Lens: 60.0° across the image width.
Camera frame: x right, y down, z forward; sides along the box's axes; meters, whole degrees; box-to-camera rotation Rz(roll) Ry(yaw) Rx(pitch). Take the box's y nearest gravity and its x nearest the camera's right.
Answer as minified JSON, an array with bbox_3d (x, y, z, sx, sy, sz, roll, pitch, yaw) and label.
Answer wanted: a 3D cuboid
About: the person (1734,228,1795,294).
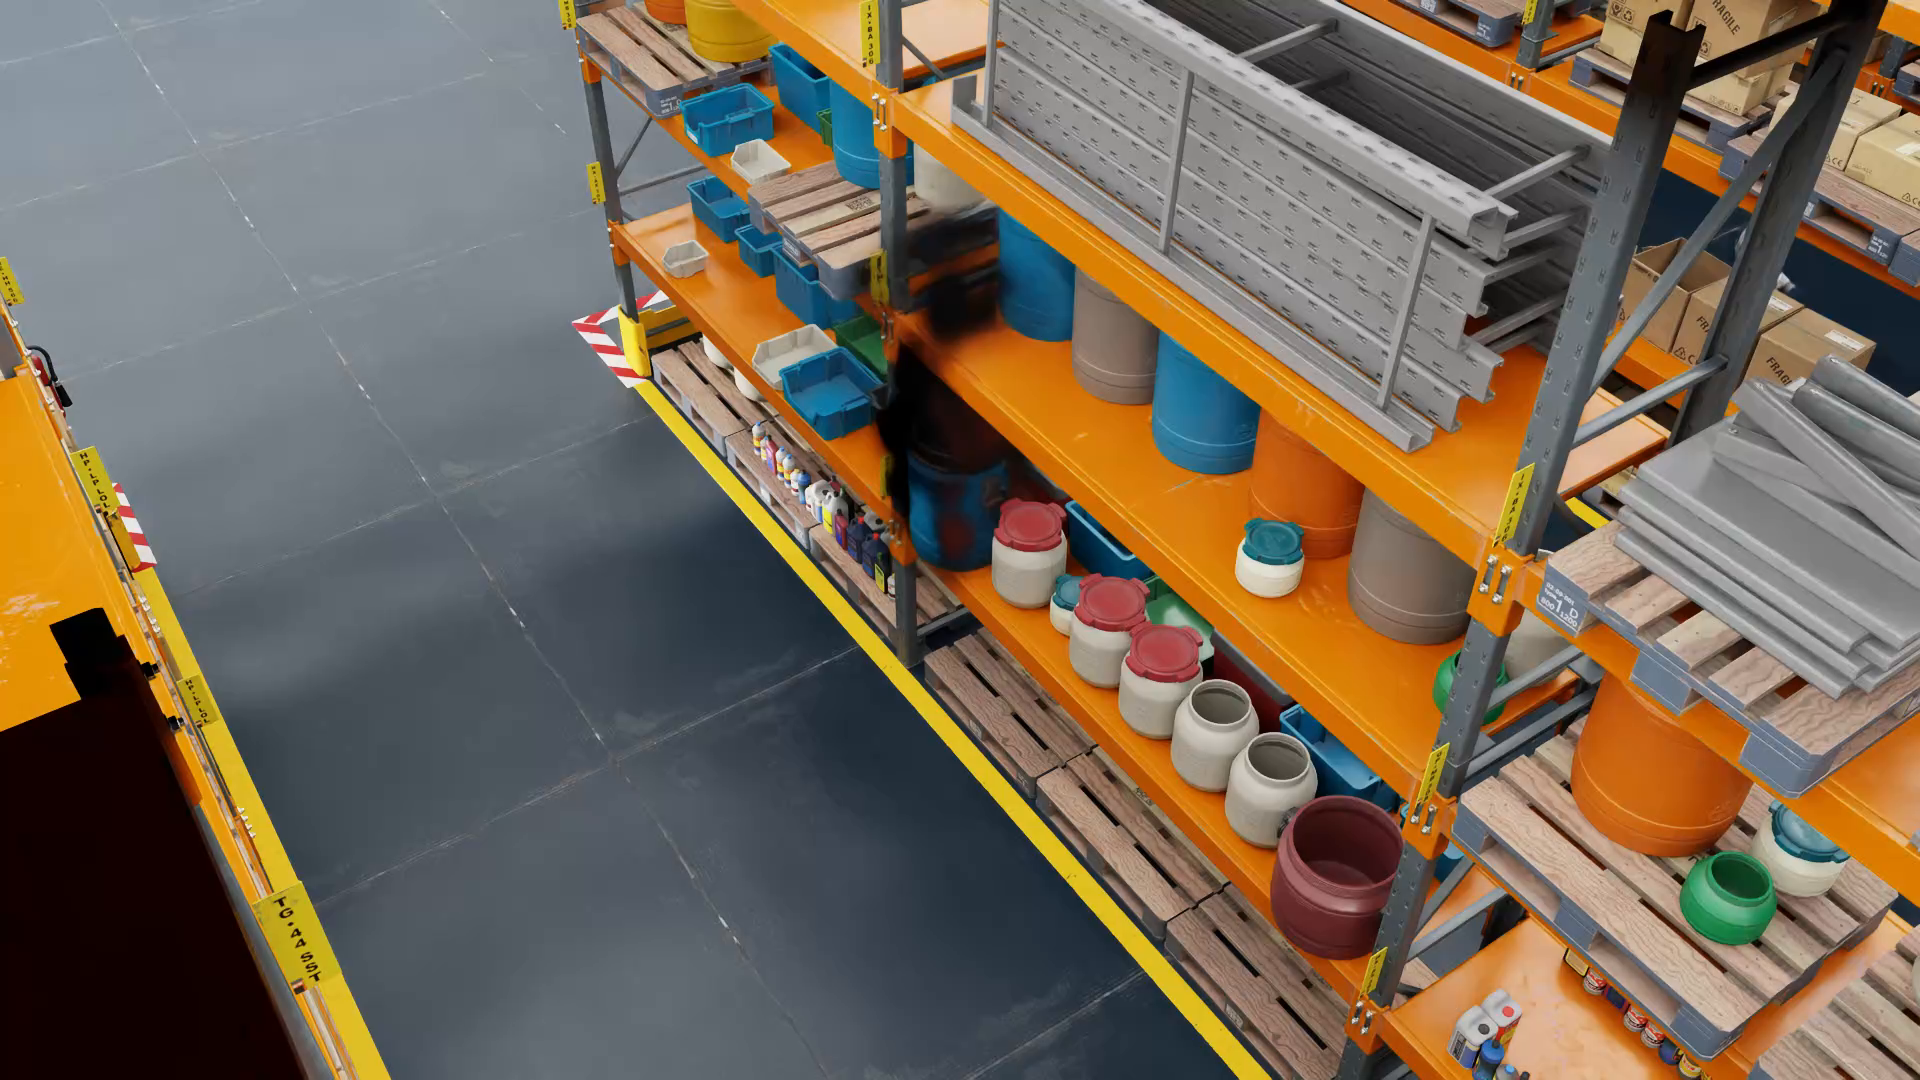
[{"bbox_3d":[6.599,-2.609,13.324,0.659,1.729,0.644,-31,51,-29],"label":"person"}]
